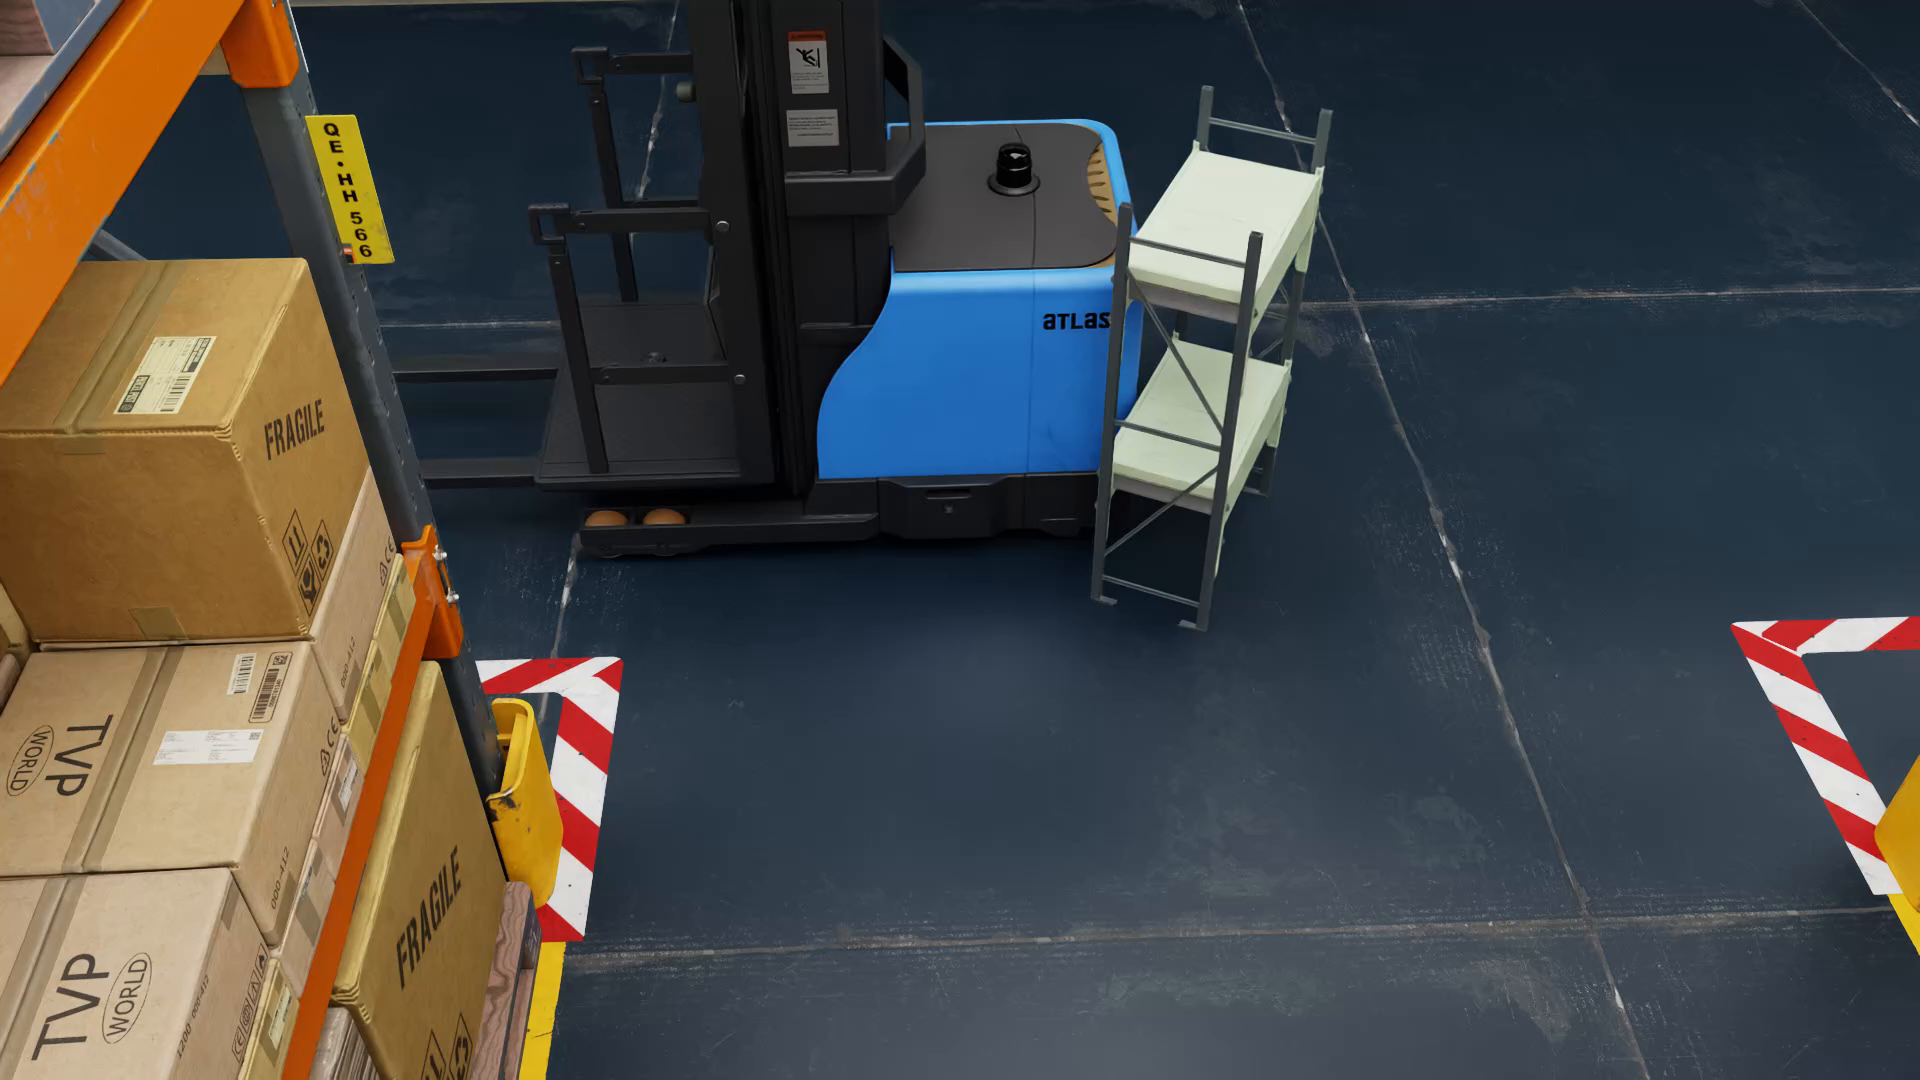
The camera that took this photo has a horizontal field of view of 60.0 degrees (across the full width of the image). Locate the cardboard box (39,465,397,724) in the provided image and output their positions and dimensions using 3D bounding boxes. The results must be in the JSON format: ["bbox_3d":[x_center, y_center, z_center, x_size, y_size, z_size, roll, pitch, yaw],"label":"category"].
[{"bbox_3d":[-1.445,0.108,3.303,0.500,0.250,0.500,-2,43,-2],"label":"cardboard box"}]

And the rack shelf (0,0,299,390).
[{"bbox_3d":[-1.646,0.353,1.458,1.077,0.370,4.000,-2,43,-2],"label":"rack shelf"}]

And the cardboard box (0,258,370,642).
[{"bbox_3d":[-1.448,-0.167,3.048,0.500,0.500,0.500,-1,43,-1],"label":"cardboard box"}]

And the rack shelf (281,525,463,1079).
[{"bbox_3d":[-1.646,1.458,2.472,1.077,0.370,4.000,-2,43,-2],"label":"rack shelf"}]

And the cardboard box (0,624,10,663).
[{"bbox_3d":[-1.959,0.181,2.668,0.500,0.500,0.500,-3,43,-3],"label":"cardboard box"}]

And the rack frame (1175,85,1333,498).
[{"bbox_3d":[0.915,-0.763,5.472,0.400,1.500,0.023,17,45,17],"label":"rack frame"}]

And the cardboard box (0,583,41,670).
[{"bbox_3d":[-1.980,0.120,3.290,0.500,0.250,0.500,-3,43,-3],"label":"cardboard box"}]

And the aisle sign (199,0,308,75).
[{"bbox_3d":[-1.434,-1.173,2.885,0.394,0.787,0.004,-2,43,-2],"label":"aisle sign"}]

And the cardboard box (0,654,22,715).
[{"bbox_3d":[-1.952,0.471,2.907,0.500,0.250,0.500,-2,43,-2],"label":"cardboard box"}]

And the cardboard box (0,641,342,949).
[{"bbox_3d":[-1.424,0.451,2.929,0.500,0.250,0.500,-2,43,-3],"label":"cardboard box"}]

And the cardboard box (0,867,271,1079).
[{"bbox_3d":[-1.403,0.794,2.555,0.500,0.250,0.500,-3,43,-3],"label":"cardboard box"}]

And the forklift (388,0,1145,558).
[{"bbox_3d":[-0.942,-1.385,5.092,3.031,2.935,1.130,-2,43,-2],"label":"forklift"}]

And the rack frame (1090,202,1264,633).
[{"bbox_3d":[0.620,-0.310,4.978,0.400,1.500,0.023,17,45,17],"label":"rack frame"}]

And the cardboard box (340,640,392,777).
[{"bbox_3d":[-1.374,0.342,3.343,0.380,0.149,0.250,-1,43,-1],"label":"cardboard box"}]

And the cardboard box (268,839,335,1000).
[{"bbox_3d":[-1.355,0.681,2.973,0.380,0.149,0.250,-1,43,-1],"label":"cardboard box"}]

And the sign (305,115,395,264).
[{"bbox_3d":[-1.188,-0.677,3.237,0.100,0.325,0.005,-2,43,-2],"label":"sign"}]

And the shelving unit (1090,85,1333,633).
[{"bbox_3d":[0.768,-0.537,5.225,0.431,1.500,0.755,17,45,17],"label":"shelving unit"}]

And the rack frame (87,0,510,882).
[{"bbox_3d":[-1.731,-0.157,3.702,1.000,3.000,0.127,-2,43,-2],"label":"rack frame"}]

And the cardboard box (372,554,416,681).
[{"bbox_3d":[-1.387,0.166,3.534,0.380,0.149,0.250,-1,43,-1],"label":"cardboard box"}]

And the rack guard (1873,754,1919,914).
[{"bbox_3d":[3.232,0.742,4.571,1.175,0.500,0.348,-2,43,-2],"label":"rack guard"}]

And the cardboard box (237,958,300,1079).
[{"bbox_3d":[-1.342,0.856,2.782,0.380,0.149,0.250,-3,43,-3],"label":"cardboard box"}]

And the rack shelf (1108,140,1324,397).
[{"bbox_3d":[0.768,-0.824,4.962,0.431,0.370,0.720,17,45,17],"label":"rack shelf"}]

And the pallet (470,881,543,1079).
[{"bbox_3d":[-1.619,1.408,4.057,1.003,0.211,1.213,-2,43,-2],"label":"pallet"}]

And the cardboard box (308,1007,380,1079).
[{"bbox_3d":[-1.585,1.515,3.138,0.875,0.875,0.875,-2,43,-2],"label":"cardboard box"}]

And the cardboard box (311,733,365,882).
[{"bbox_3d":[-1.365,0.512,3.157,0.380,0.149,0.250,-2,43,-2],"label":"cardboard box"}]

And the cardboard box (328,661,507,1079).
[{"bbox_3d":[-1.624,0.901,3.809,0.875,0.875,0.875,-2,43,-2],"label":"cardboard box"}]

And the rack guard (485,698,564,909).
[{"bbox_3d":[-1.732,0.748,4.564,1.175,0.500,0.348,-2,43,-2],"label":"rack guard"}]

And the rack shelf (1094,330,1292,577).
[{"bbox_3d":[0.768,-0.296,5.446,0.431,0.370,0.720,17,45,17],"label":"rack shelf"}]
